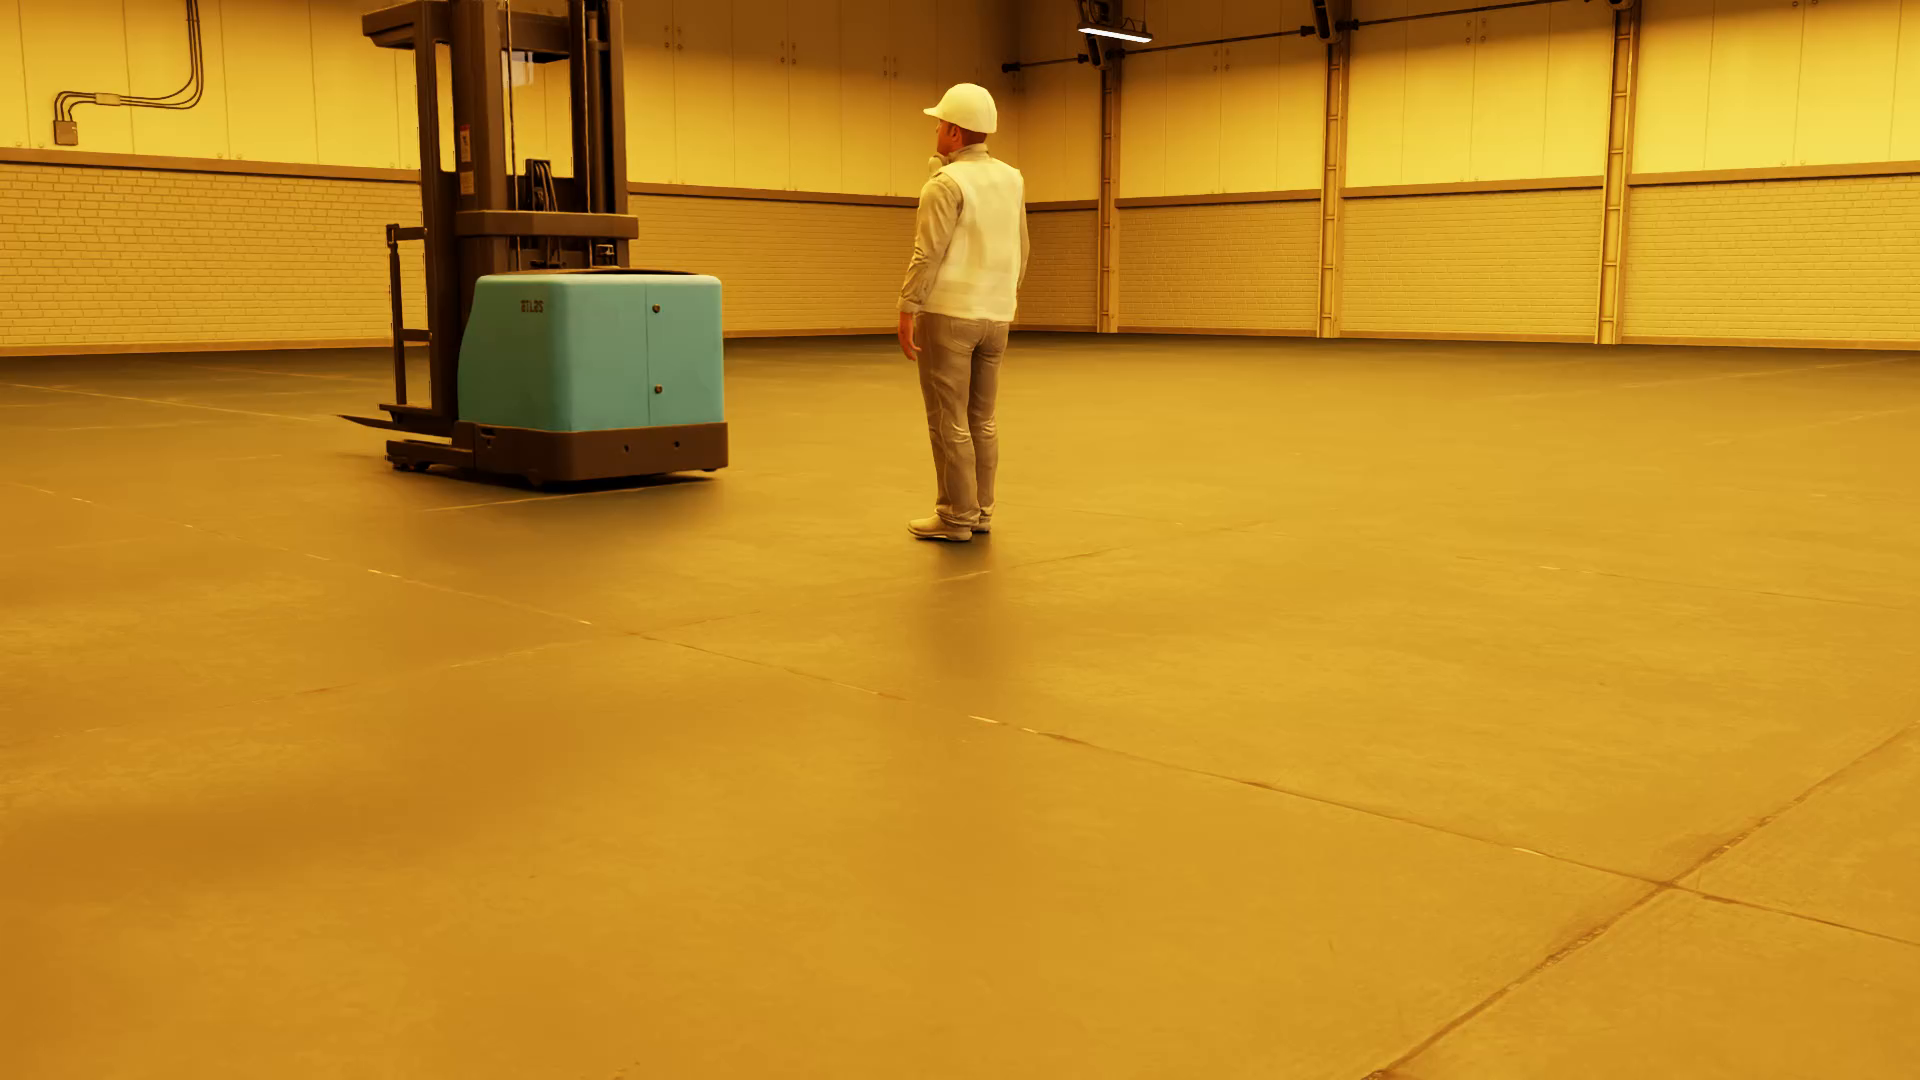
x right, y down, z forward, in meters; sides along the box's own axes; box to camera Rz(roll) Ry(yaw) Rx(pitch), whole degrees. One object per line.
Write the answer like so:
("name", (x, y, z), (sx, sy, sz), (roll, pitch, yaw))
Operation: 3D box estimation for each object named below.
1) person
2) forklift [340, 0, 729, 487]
("person", (-0.040, -0.892, 6.632), (0.566, 1.775, 0.634), (8, 12, 43))
("forklift", (-2.602, -1.878, 9.347), (1.130, 2.935, 3.031), (-8, 12, -43))
